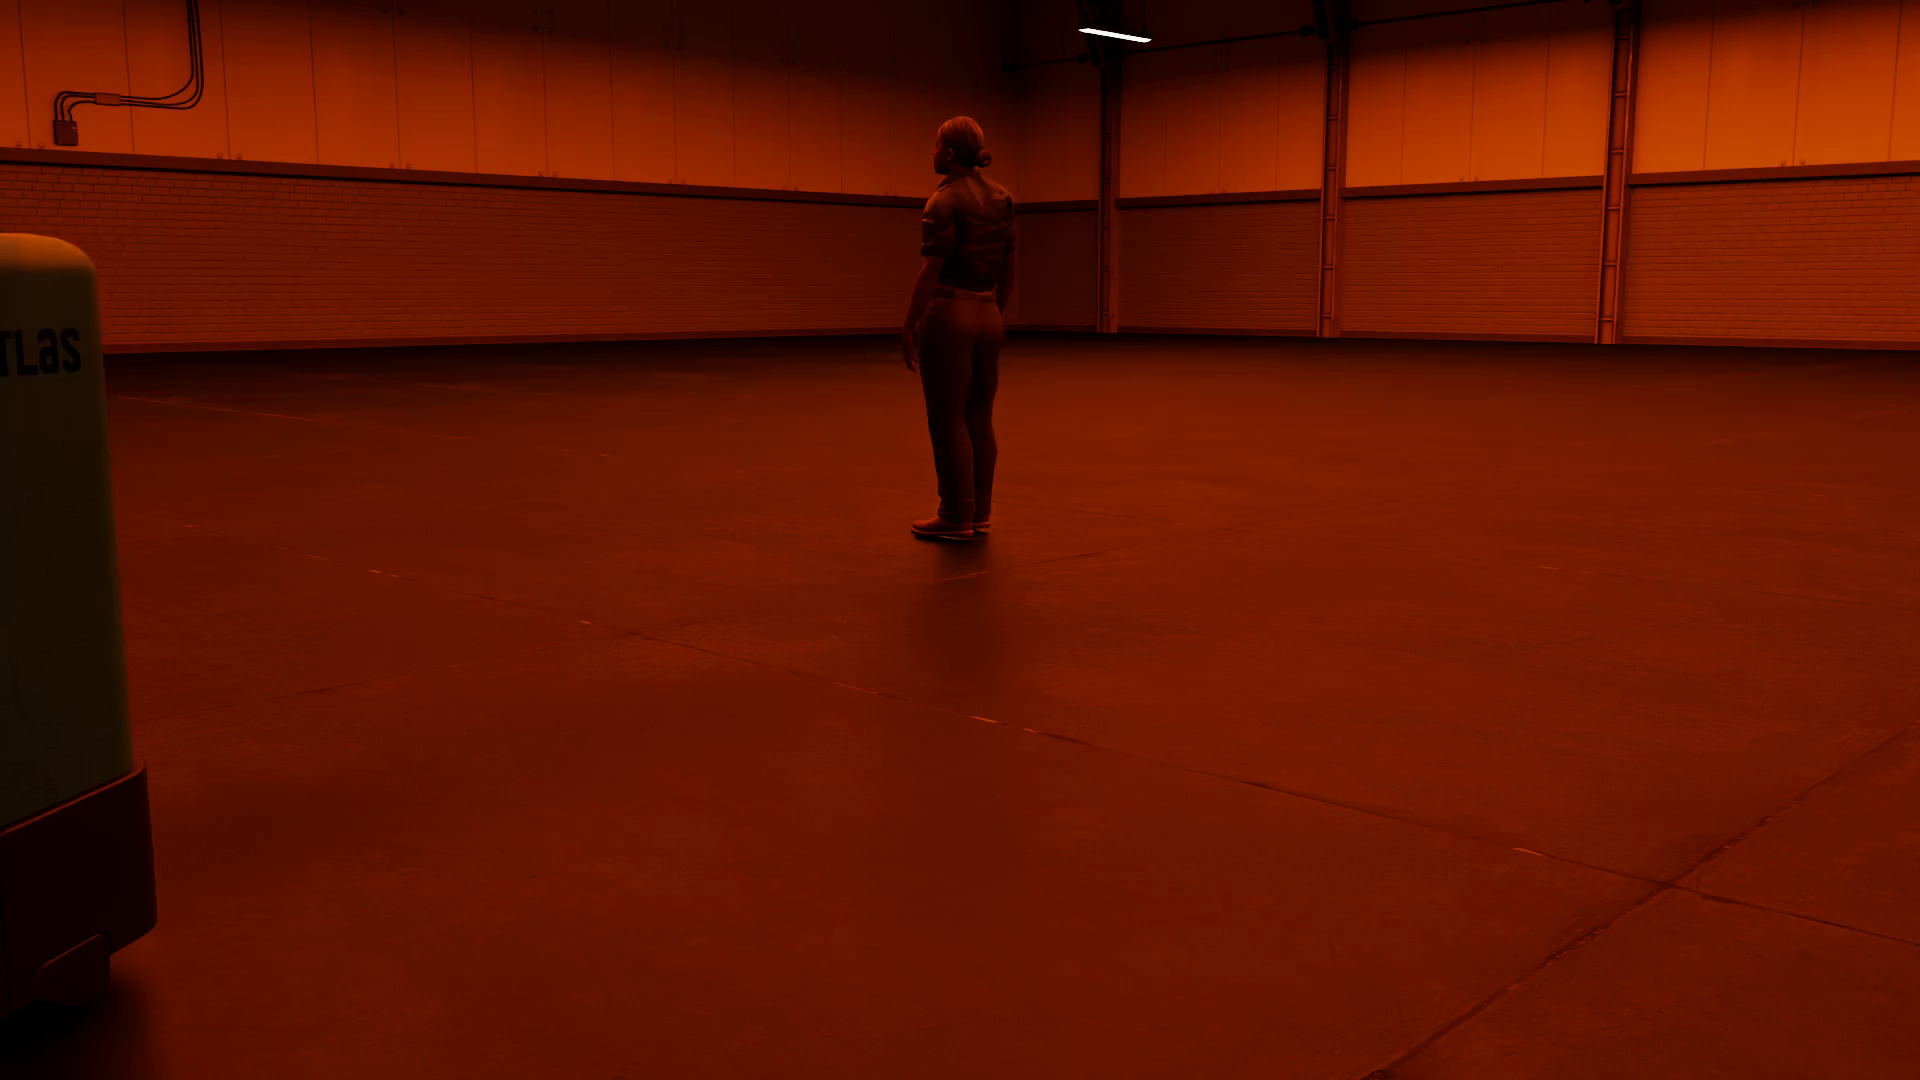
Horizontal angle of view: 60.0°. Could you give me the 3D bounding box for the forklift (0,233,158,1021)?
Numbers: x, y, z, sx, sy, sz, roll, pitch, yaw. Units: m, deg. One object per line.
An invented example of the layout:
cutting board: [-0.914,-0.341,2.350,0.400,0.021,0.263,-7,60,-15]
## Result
forklift: [-1.923,-0.609,0.914,1.130,2.935,3.031,1,9,9]

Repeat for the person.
person: [-0.049,-0.836,6.667,0.504,1.654,0.569,8,12,43]
